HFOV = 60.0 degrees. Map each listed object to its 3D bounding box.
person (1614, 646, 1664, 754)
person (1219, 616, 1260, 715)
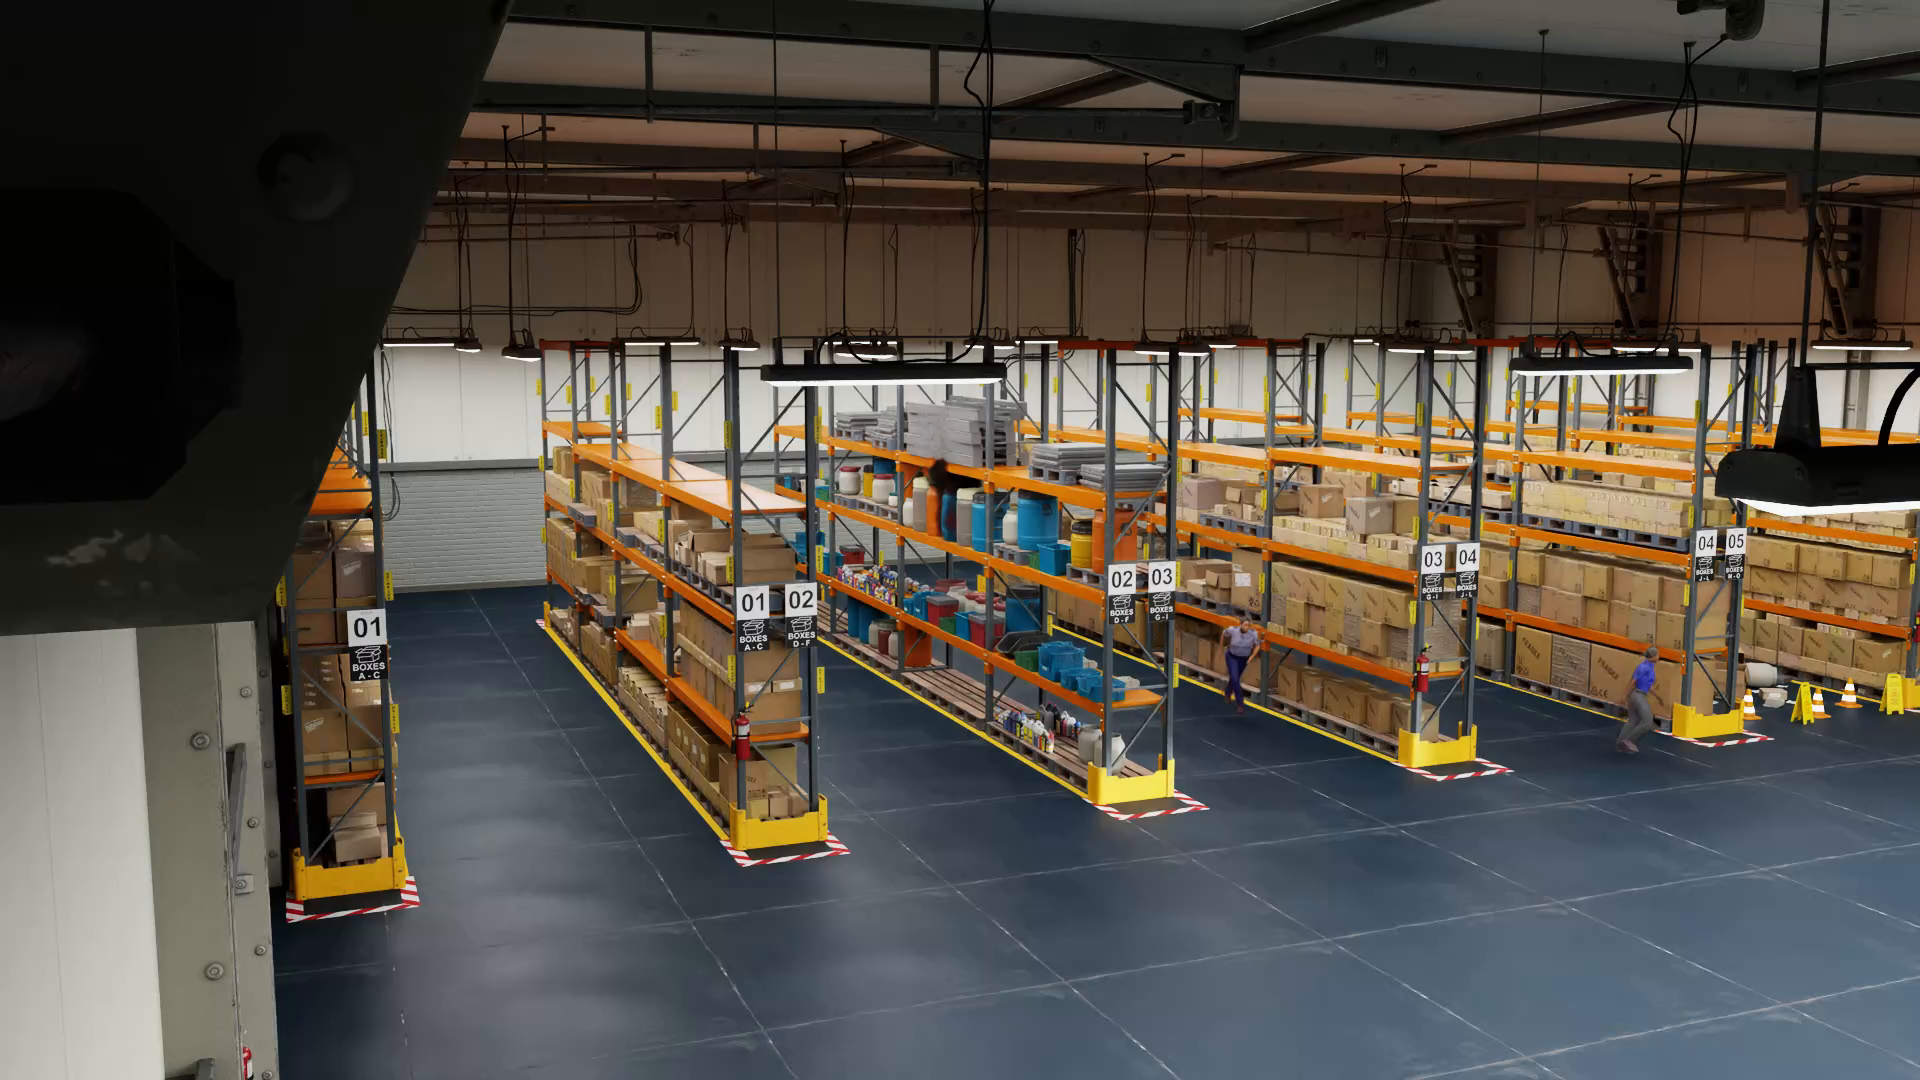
[{"bbox_3d":[10.023,2.359,24.507,0.628,1.617,0.580,3,8,25],"label":"person"},{"bbox_3d":[4.380,1.905,26.261,0.610,1.555,0.948,-1,7,-6],"label":"person"}]
